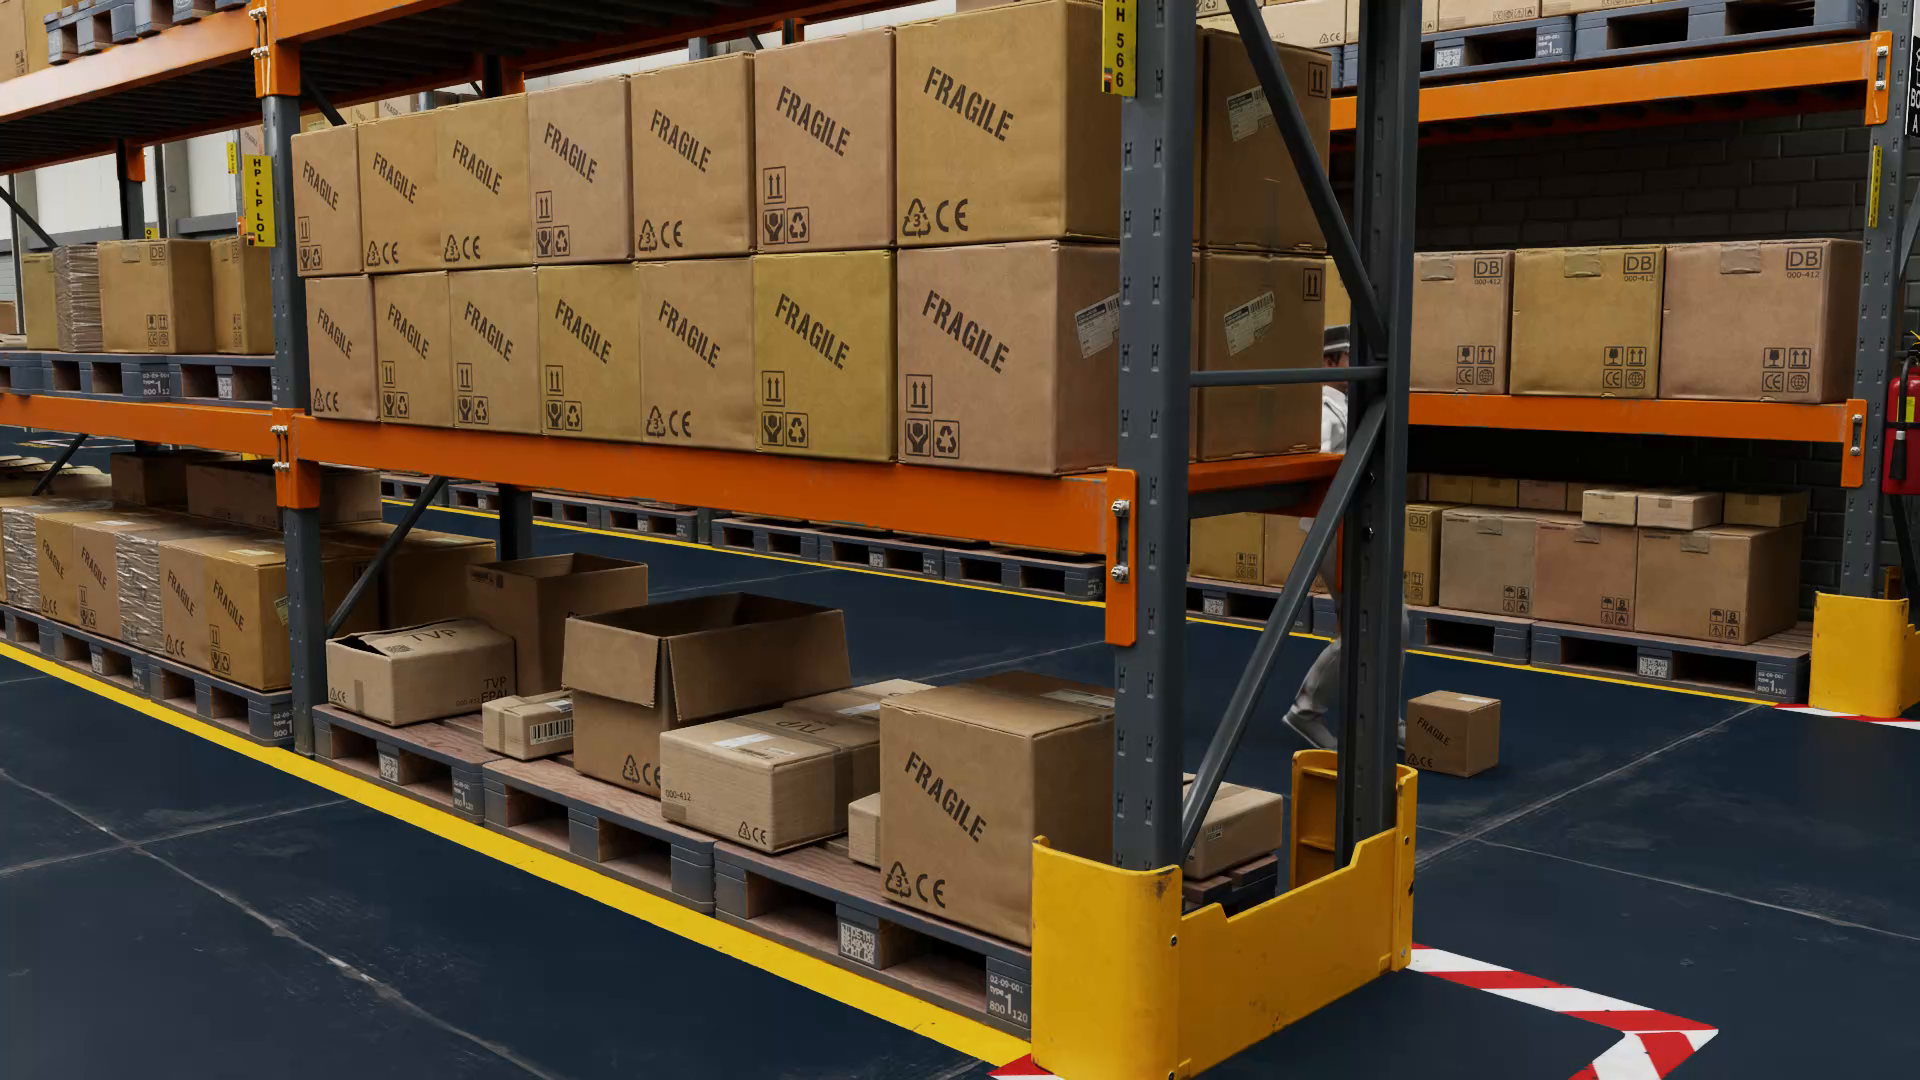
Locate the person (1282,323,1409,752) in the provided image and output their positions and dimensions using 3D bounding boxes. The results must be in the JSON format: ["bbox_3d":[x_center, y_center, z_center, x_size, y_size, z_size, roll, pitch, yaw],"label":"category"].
[{"bbox_3d":[1.551,-0.005,6.384,0.565,1.665,0.518,5,9,34],"label":"person"}]
